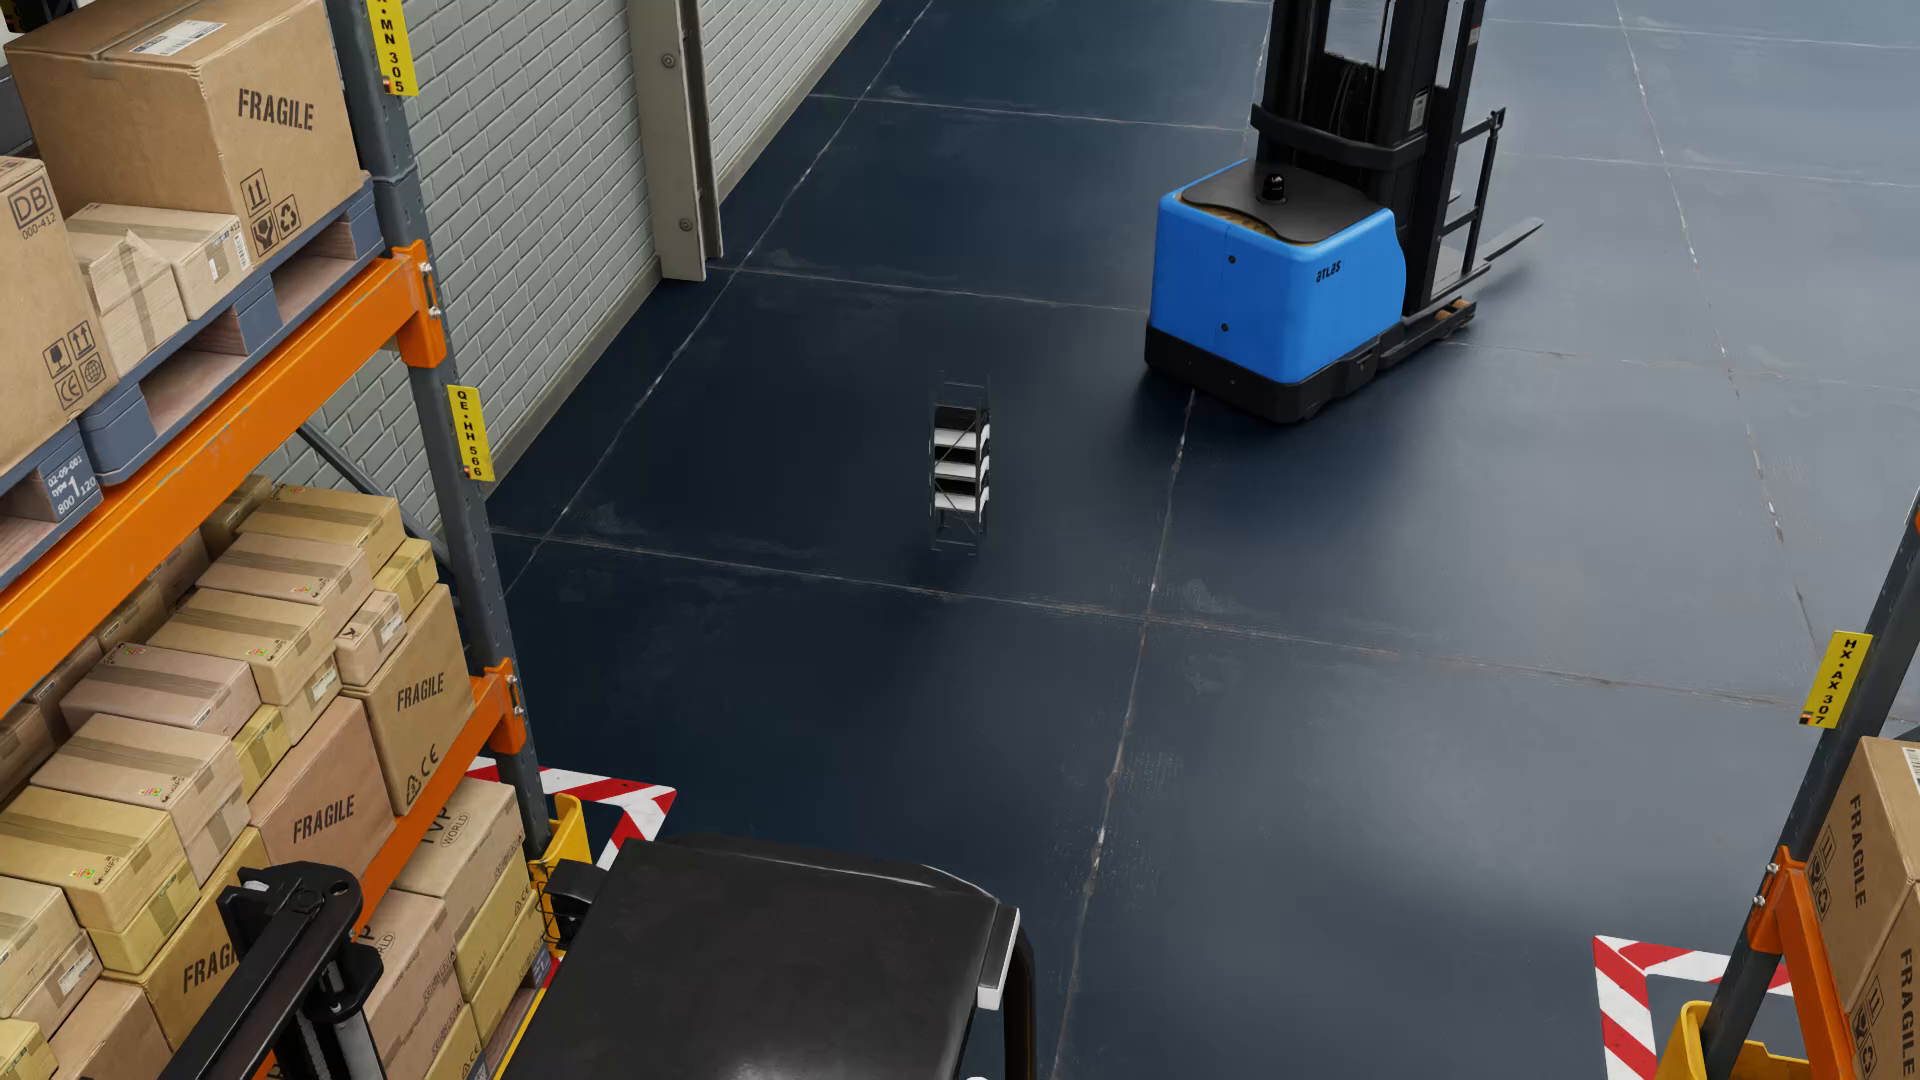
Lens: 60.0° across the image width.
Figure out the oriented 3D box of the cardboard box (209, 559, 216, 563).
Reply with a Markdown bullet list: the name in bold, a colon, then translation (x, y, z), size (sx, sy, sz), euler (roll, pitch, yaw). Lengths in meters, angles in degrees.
- **cardboard box**: translation (-2.307, 0.033, 5.011), size (0.380, 0.149, 0.250), euler (6, 36, 9)

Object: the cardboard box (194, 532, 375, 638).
- **cardboard box**: translation (-1.874, 0.127, 4.627), size (0.380, 0.149, 0.250), euler (7, 37, 10)

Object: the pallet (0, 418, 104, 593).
- **pallet**: translation (-2.416, 0.099, 3.077), size (1.003, 0.211, 1.213), euler (7, 37, 10)

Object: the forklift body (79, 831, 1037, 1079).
- **forklift body**: translation (-0.604, 1.833, 3.888), size (2.313, 2.155, 1.214), euler (7, 37, 10)

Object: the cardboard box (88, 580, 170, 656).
- **cardboard box**: translation (-2.393, 0.215, 4.506), size (0.380, 0.149, 0.250), euler (8, 37, 11)

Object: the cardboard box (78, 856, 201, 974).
- **cardboard box**: translation (-2.032, 0.843, 3.893), size (0.380, 0.149, 0.250), euler (8, 37, 10)

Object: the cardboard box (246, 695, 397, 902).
- **cardboard box**: translation (-1.950, 0.745, 4.581), size (0.500, 0.500, 0.500), euler (8, 37, 11)

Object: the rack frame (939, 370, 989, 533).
- **rack frame**: translation (0.020, -0.418, 8.060), size (0.240, 0.900, 0.006), euler (7, 37, 10)

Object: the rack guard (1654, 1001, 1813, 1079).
- **rack guard**: translation (2.852, 1.850, 5.272), size (1.175, 0.500, 0.348), euler (7, 37, 10)

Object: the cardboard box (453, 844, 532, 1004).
- **cardboard box**: translation (-1.780, 1.233, 5.552), size (0.500, 0.250, 0.500), euler (7, 36, 9)

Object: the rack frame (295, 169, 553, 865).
- **rack frame**: translation (-1.981, 0.174, 5.454), size (1.000, 3.000, 0.127), euler (7, 37, 10)

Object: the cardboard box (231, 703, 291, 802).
- **cardboard box**: translation (-1.987, 0.537, 4.316), size (0.380, 0.149, 0.250), euler (7, 37, 10)

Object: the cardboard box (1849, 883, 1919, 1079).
- **cardboard box**: translation (2.389, 1.167, 3.745), size (0.500, 0.500, 0.500), euler (8, 37, 11)

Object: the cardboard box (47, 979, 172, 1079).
- **cardboard box**: translation (-2.156, 1.328, 3.776), size (0.500, 0.500, 0.500), euler (8, 37, 10)

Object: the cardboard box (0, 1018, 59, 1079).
- **cardboard box**: translation (-2.161, 1.130, 3.497), size (0.380, 0.149, 0.250), euler (7, 36, 9)

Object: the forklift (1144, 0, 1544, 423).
- **forklift**: translation (2.458, -2.577, 9.308), size (3.031, 2.935, 1.130), euler (-30, 46, -35)

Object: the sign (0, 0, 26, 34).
- **sign**: translation (-2.522, -1.500, 4.395), size (0.100, 0.325, 0.005), euler (7, 37, 10)

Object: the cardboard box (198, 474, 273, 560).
- **cardboard box**: translation (-2.262, -0.084, 4.918), size (0.380, 0.149, 0.250), euler (7, 36, 9)

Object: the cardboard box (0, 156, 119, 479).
- **cardboard box**: translation (-2.154, -0.433, 3.207), size (0.700, 0.500, 0.500), euler (8, 37, 10)

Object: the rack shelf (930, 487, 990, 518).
- **rack shelf**: translation (-0.002, -0.187, 8.105), size (0.258, 0.077, 0.200), euler (7, 37, 10)

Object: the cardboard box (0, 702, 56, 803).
- **cardboard box**: translation (-2.492, 0.509, 4.100), size (0.380, 0.149, 0.250), euler (8, 37, 11)

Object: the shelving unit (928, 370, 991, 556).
- **shelving unit**: translation (-0.002, -0.360, 7.980), size (0.258, 0.900, 0.210), euler (7, 37, 10)

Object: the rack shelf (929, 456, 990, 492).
- **rack shelf**: translation (-0.002, -0.333, 7.999), size (0.258, 0.077, 0.200), euler (7, 37, 10)

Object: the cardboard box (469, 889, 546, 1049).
- **cardboard box**: translation (-1.773, 1.426, 5.711), size (0.500, 0.250, 0.500), euler (8, 37, 10)

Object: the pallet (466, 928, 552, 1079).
- **pallet**: translation (-2.104, 1.747, 5.660), size (1.003, 0.211, 1.213), euler (7, 37, 10)

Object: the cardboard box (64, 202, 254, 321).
- **cardboard box**: translation (-1.862, -0.636, 3.787), size (0.380, 0.149, 0.250), euler (6, 36, 9)

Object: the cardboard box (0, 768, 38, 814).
- **cardboard box**: translation (-2.597, 0.607, 4.219), size (0.380, 0.149, 0.250), euler (8, 37, 10)

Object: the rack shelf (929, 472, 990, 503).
- **rack shelf**: translation (-0.002, -0.260, 8.052), size (0.258, 0.077, 0.200), euler (7, 37, 10)

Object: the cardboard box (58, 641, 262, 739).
- **cardboard box**: translation (-2.030, 0.414, 4.231), size (0.380, 0.149, 0.250), euler (8, 37, 10)

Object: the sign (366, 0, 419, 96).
- **sign**: translation (-1.454, -1.291, 4.232), size (0.100, 0.325, 0.005), euler (7, 37, 10)

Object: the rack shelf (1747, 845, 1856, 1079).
- **rack shelf**: translation (2.441, 2.232, 3.228), size (1.077, 0.370, 4.000), euler (7, 37, 10)

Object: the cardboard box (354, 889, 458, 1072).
- **cardboard box**: translation (-1.878, 1.309, 5.021), size (0.500, 0.250, 0.500), euler (8, 37, 11)

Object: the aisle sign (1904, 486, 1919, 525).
- **aisle sign**: translation (2.579, -0.333, 3.938), size (0.394, 0.787, 0.004), euler (7, 37, 10)

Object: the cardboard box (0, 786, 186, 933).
- **cardboard box**: translation (-2.027, 0.726, 3.800), size (0.380, 0.149, 0.250), euler (8, 37, 11)

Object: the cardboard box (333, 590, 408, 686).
- **cardboard box**: translation (-1.807, 0.255, 4.704), size (0.380, 0.149, 0.250), euler (8, 37, 11)

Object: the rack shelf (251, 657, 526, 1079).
- **rack shelf**: translation (-2.409, 1.612, 4.083), size (1.077, 0.370, 4.000), euler (7, 37, 10)
